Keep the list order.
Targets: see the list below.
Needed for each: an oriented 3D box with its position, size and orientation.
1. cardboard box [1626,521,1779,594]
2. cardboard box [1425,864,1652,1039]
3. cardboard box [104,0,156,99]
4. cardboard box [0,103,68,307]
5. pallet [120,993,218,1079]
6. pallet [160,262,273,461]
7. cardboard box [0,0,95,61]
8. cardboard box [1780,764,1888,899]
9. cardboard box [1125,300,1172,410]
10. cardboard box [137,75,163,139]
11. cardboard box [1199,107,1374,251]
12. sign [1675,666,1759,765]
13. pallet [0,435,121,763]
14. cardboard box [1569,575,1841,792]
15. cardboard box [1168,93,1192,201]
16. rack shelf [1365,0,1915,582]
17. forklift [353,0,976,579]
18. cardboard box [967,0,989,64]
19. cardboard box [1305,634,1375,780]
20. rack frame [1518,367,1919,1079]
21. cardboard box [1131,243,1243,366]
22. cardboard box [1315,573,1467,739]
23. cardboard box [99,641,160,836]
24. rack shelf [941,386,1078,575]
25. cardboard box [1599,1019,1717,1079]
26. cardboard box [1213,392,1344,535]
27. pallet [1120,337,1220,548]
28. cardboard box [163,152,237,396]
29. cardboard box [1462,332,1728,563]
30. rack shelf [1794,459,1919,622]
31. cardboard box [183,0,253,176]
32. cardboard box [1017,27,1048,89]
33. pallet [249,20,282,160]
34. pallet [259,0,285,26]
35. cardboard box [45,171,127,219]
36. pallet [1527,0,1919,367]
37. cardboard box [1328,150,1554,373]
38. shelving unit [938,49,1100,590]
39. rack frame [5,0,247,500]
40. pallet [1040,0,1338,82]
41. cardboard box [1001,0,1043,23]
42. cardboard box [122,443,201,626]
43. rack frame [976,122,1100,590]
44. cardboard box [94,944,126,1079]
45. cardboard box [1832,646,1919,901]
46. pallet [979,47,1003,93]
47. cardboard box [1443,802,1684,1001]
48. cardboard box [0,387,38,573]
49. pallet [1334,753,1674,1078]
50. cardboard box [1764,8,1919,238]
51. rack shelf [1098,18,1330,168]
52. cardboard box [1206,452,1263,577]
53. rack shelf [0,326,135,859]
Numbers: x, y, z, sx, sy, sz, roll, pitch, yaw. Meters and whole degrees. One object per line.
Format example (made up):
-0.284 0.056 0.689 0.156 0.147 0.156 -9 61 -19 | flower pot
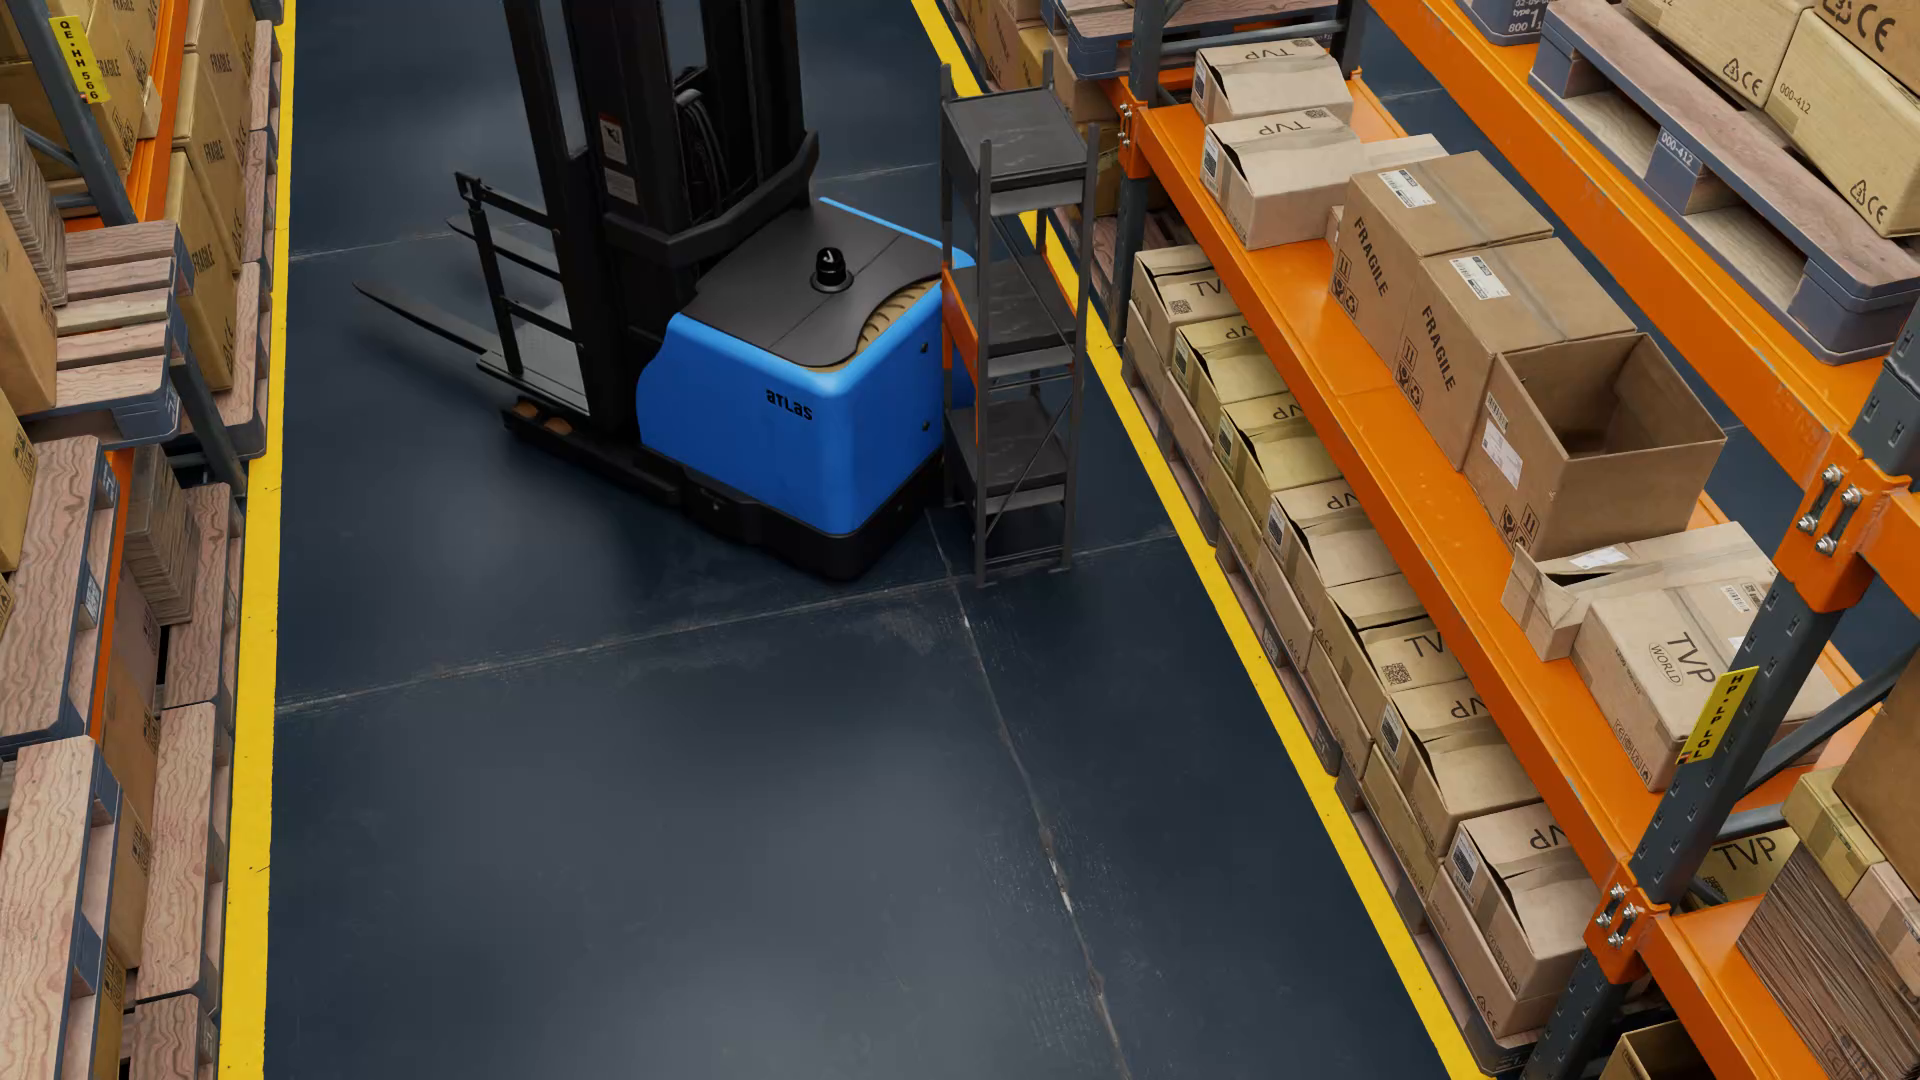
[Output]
2.202 0.110 4.969 0.380 0.149 0.250 -11 47 -10 | cardboard box
1.845 1.253 5.304 0.500 0.250 0.500 -11 47 -11 | cardboard box
-3.582 -2.074 6.641 0.500 0.500 0.500 -9 46 -9 | cardboard box
-3.450 -1.049 5.550 0.700 0.500 0.500 -16 48 -15 | cardboard box
-2.757 2.018 4.875 1.003 0.211 1.213 -11 47 -10 | pallet
-3.709 -0.764 7.602 1.003 0.211 1.213 -11 47 -10 | pallet
-3.454 -1.971 6.015 0.500 0.250 0.500 -10 46 -9 | cardboard box
2.113 0.630 3.759 0.380 0.149 0.250 -11 47 -10 | cardboard box
1.058 -0.860 7.375 0.500 0.250 0.500 -11 47 -10 | cardboard box
-3.483 -1.746 6.773 0.380 0.149 0.250 -9 46 -9 | cardboard box
1.249 -1.407 6.341 0.500 0.311 0.500 -11 47 -11 | cardboard box
1.710 0.399 3.754 0.100 0.325 0.005 -11 47 -10 | sign
-3.034 0.244 4.796 1.003 0.211 1.213 -11 47 -10 | pallet
2.063 0.391 4.622 0.500 0.250 0.500 -8 46 -8 | cardboard box
1.228 -2.097 8.397 0.500 0.500 0.500 -12 47 -12 | cardboard box
1.720 -1.508 4.782 1.077 0.370 4.000 -11 47 -10 | rack shelf
-1.431 -1.694 6.609 3.031 2.935 1.130 25 51 23 | forklift
0.340 -3.040 9.322 0.500 0.500 0.500 -10 46 -10 | cardboard box
1.586 0.550 5.992 0.500 0.250 0.500 -10 46 -9 | cardboard box
2.232 0.671 4.243 1.000 3.000 0.127 -11 47 -10 | rack frame
1.058 -1.056 7.174 0.500 0.311 0.500 -9 46 -9 | cardboard box
1.586 0.360 5.786 0.500 0.311 0.500 -11 47 -10 | cardboard box
-3.171 0.741 5.617 0.700 0.500 0.500 -11 47 -11 | cardboard box
0.194 -0.243 6.768 0.431 0.518 0.480 -11 47 -11 | rack shelf
2.048 1.601 4.437 0.500 0.500 0.500 -11 47 -10 | cardboard box
1.329 -0.343 6.475 0.500 0.311 0.500 -12 47 -11 | cardboard box
1.381 -0.539 7.381 1.003 0.211 1.213 -11 47 -10 | pallet
-3.641 -1.109 7.198 0.750 0.750 0.750 -11 47 -11 | cardboard box
1.916 -0.261 5.086 0.500 0.500 0.500 -8 46 -7 | cardboard box
2.744 1.254 2.075 1.077 0.370 4.000 -11 47 -10 | rack shelf
-4.082 -2.300 8.366 0.750 0.750 0.750 -9 46 -9 | cardboard box
0.609 -2.330 8.626 0.500 0.500 0.500 -12 47 -12 | cardboard box
-4.334 -2.449 9.253 1.003 0.211 1.213 -11 47 -10 | pallet
-4.723 -3.507 10.290 1.003 0.211 1.213 -11 47 -10 | pallet
-3.440 -1.371 6.406 0.380 0.149 0.250 -11 47 -11 | cardboard box
1.993 -0.919 3.834 0.805 0.209 1.217 -12 47 -12 | pallet
1.653 -0.970 5.781 0.500 0.500 0.500 -13 47 -12 | cardboard box
0.194 -0.743 6.259 0.431 2.100 0.503 -11 47 -11 | shelving unit
-3.580 -1.182 6.059 1.000 3.000 0.127 -11 47 -10 | rack frame
0.966 -2.479 7.464 1.213 0.211 1.003 -11 47 -10 | pallet
0.457 -2.979 8.737 0.500 0.250 0.500 -12 47 -11 | cardboard box
-3.345 0.026 6.317 0.700 0.500 0.500 -10 46 -10 | cardboard box
0.259 -0.575 6.094 0.400 2.100 0.015 -11 47 -11 | rack frame
-2.941 1.447 4.924 0.700 0.500 0.500 -12 47 -11 | cardboard box
2.351 0.487 3.445 0.700 0.500 0.500 -10 47 -10 | cardboard box
0.744 -2.478 9.281 1.003 0.211 1.213 -11 47 -10 | pallet
1.851 1.063 5.097 0.500 0.311 0.500 -11 47 -10 | cardboard box
-3.110 -0.193 4.711 0.700 0.500 0.500 -11 47 -10 | cardboard box
2.005 1.145 5.730 1.003 0.211 1.213 -11 47 -10 | pallet
2.083 -0.901 3.494 0.500 0.250 0.500 -6 46 -6 | cardboard box
0.696 -3.220 8.560 1.077 0.370 4.000 -11 47 -10 | rack shelf
1.326 -0.155 6.684 0.500 0.250 0.500 -12 47 -11 | cardboard box
-3.068 0.450 4.963 1.077 0.370 4.000 -11 47 -10 | rack shelf
